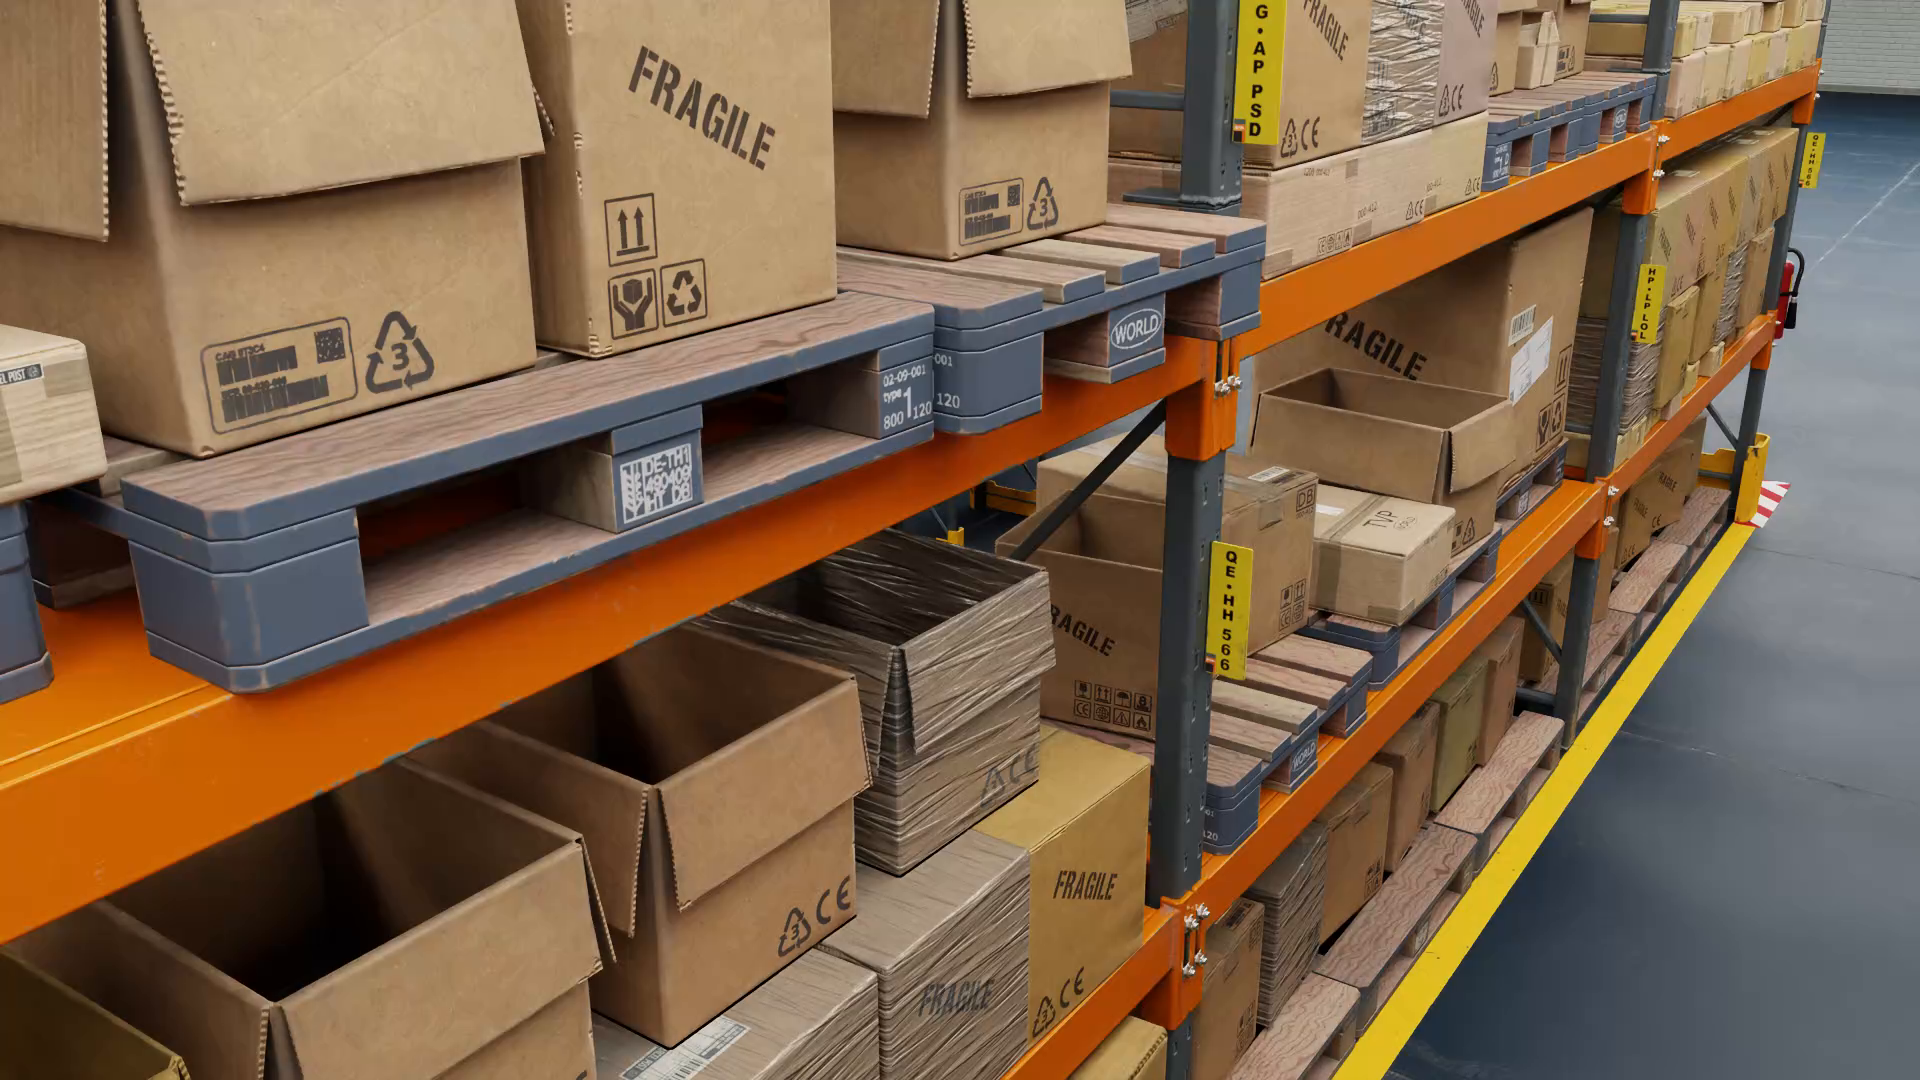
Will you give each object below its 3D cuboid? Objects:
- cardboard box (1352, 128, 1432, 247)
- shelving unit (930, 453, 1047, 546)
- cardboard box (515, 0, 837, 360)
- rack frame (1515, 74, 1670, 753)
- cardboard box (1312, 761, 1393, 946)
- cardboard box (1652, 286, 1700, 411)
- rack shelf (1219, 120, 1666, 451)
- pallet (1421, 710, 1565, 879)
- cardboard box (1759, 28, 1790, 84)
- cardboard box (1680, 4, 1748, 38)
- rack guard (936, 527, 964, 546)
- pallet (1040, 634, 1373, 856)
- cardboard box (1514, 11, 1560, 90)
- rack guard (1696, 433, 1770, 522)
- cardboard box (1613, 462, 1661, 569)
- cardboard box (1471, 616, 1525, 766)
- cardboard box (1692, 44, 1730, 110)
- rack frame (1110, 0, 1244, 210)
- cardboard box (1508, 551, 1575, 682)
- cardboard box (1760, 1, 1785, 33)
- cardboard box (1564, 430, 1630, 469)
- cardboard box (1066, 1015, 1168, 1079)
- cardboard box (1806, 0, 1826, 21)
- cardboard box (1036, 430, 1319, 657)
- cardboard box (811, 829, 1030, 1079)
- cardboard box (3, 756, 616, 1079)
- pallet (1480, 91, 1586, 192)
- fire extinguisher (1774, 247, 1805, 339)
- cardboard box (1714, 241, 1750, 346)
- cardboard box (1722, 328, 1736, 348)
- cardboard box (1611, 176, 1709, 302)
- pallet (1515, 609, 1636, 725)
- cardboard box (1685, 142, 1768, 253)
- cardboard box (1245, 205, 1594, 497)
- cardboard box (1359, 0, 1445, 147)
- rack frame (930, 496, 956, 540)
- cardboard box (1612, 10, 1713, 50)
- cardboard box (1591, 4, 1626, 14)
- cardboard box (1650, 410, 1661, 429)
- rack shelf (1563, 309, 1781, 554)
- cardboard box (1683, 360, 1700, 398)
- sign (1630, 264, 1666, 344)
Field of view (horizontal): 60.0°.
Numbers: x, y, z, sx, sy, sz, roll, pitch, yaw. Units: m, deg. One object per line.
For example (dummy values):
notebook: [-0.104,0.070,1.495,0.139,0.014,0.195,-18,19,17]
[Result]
cardboard box: [0.921,-0.968,4.451,0.500,0.250,0.500,14,24,33]
shelving unit: [0.043,-0.725,10.064,0.587,1.500,1.083,13,24,32]
cardboard box: [-0.538,-0.596,2.480,0.500,0.500,0.500,15,25,35]
rack frame: [2.406,-0.547,7.420,1.000,3.000,0.127,13,24,32]
cardboard box: [1.132,1.045,6.085,0.700,0.500,0.500,16,25,36]
cardboard box: [3.020,-0.987,8.037,0.875,0.500,0.500,13,24,32]
rack shelf: [1.282,-1.043,5.473,1.077,0.370,4.000,13,24,32]
pallet: [1.970,0.984,7.299,1.003,0.211,1.213,13,24,32]
cardboard box: [4.020,-2.554,8.739,0.500,0.250,0.500,14,24,33]
cardboard box: [3.546,-2.485,7.978,0.380,0.149,0.250,13,24,31]
rack guard: [-0.237,0.004,9.894,0.587,0.250,0.087,13,24,32]
pallet: [0.470,0.465,4.960,1.213,0.211,1.003,13,24,32]
cardboard box: [1.960,-1.799,6.068,0.396,0.266,0.258,14,25,34]
rack guard: [4.612,-0.501,10.898,1.175,0.500,0.348,13,24,32]
cardboard box: [3.615,-0.189,9.451,0.500,0.500,0.500,16,26,37]
cardboard box: [2.043,0.591,7.313,0.700,0.500,0.500,11,23,28]
cardboard box: [3.164,-2.115,7.553,0.500,0.250,0.500,13,24,31]
rack frame: [0.158,-2.213,3.277,1.000,3.000,0.127,13,24,32]
cardboard box: [2.664,0.321,8.070,0.500,0.500,0.500,12,24,30]
cardboard box: [4.019,-2.706,8.574,0.380,0.149,0.250,12,23,29]
cardboard box: [2.776,-0.432,7.472,0.380,0.149,0.250,13,24,32]
cardboard box: [-0.248,1.594,4.089,1.225,0.875,0.875,12,23,29]
cardboard box: [4.757,-3.078,9.579,0.380,0.149,0.250,13,24,32]
cardboard box: [0.659,0.014,5.153,0.700,0.500,0.500,18,27,40]
cardboard box: [-0.200,0.886,3.403,0.500,0.500,0.500,13,24,31]
cardboard box: [-1.007,0.670,2.540,0.797,0.503,0.637,14,25,34]
pallet: [1.391,-1.411,5.704,1.213,0.211,1.003,13,24,32]
fire extinguisher: [5.100,-1.601,10.382,0.296,0.674,0.183,13,24,32]
cardboard box: [3.824,-1.427,9.226,0.875,0.500,0.500,13,24,32]
cardboard box: [4.273,-1.233,9.636,0.380,0.149,0.250,13,24,32]
cardboard box: [3.149,-1.426,7.781,0.500,0.500,0.500,13,24,32]
pallet: [2.754,0.561,8.443,1.003,0.211,1.213,13,24,32]
cardboard box: [3.990,-1.857,8.946,0.500,0.500,0.500,13,24,32]
cardboard box: [1.844,-0.825,6.701,1.000,1.000,1.000,13,24,32]
cardboard box: [0.923,-1.317,4.313,0.500,0.500,0.500,13,24,32]
rack frame: [-0.238,-0.582,9.677,0.500,1.500,0.032,13,24,32]
cardboard box: [3.108,-2.267,7.389,0.380,0.149,0.250,13,24,32]
cardboard box: [2.985,-2.512,8.049,0.380,0.149,0.250,14,25,34]
cardboard box: [3.177,-0.652,8.066,0.380,0.149,0.250,13,24,32]
rack shelf: [3.530,-0.783,9.096,1.077,0.370,4.000,13,24,32]
cardboard box: [3.608,-0.865,8.642,0.380,0.149,0.250,13,24,32]
sign: [2.867,-0.983,6.929,0.100,0.325,0.005,13,24,32]
